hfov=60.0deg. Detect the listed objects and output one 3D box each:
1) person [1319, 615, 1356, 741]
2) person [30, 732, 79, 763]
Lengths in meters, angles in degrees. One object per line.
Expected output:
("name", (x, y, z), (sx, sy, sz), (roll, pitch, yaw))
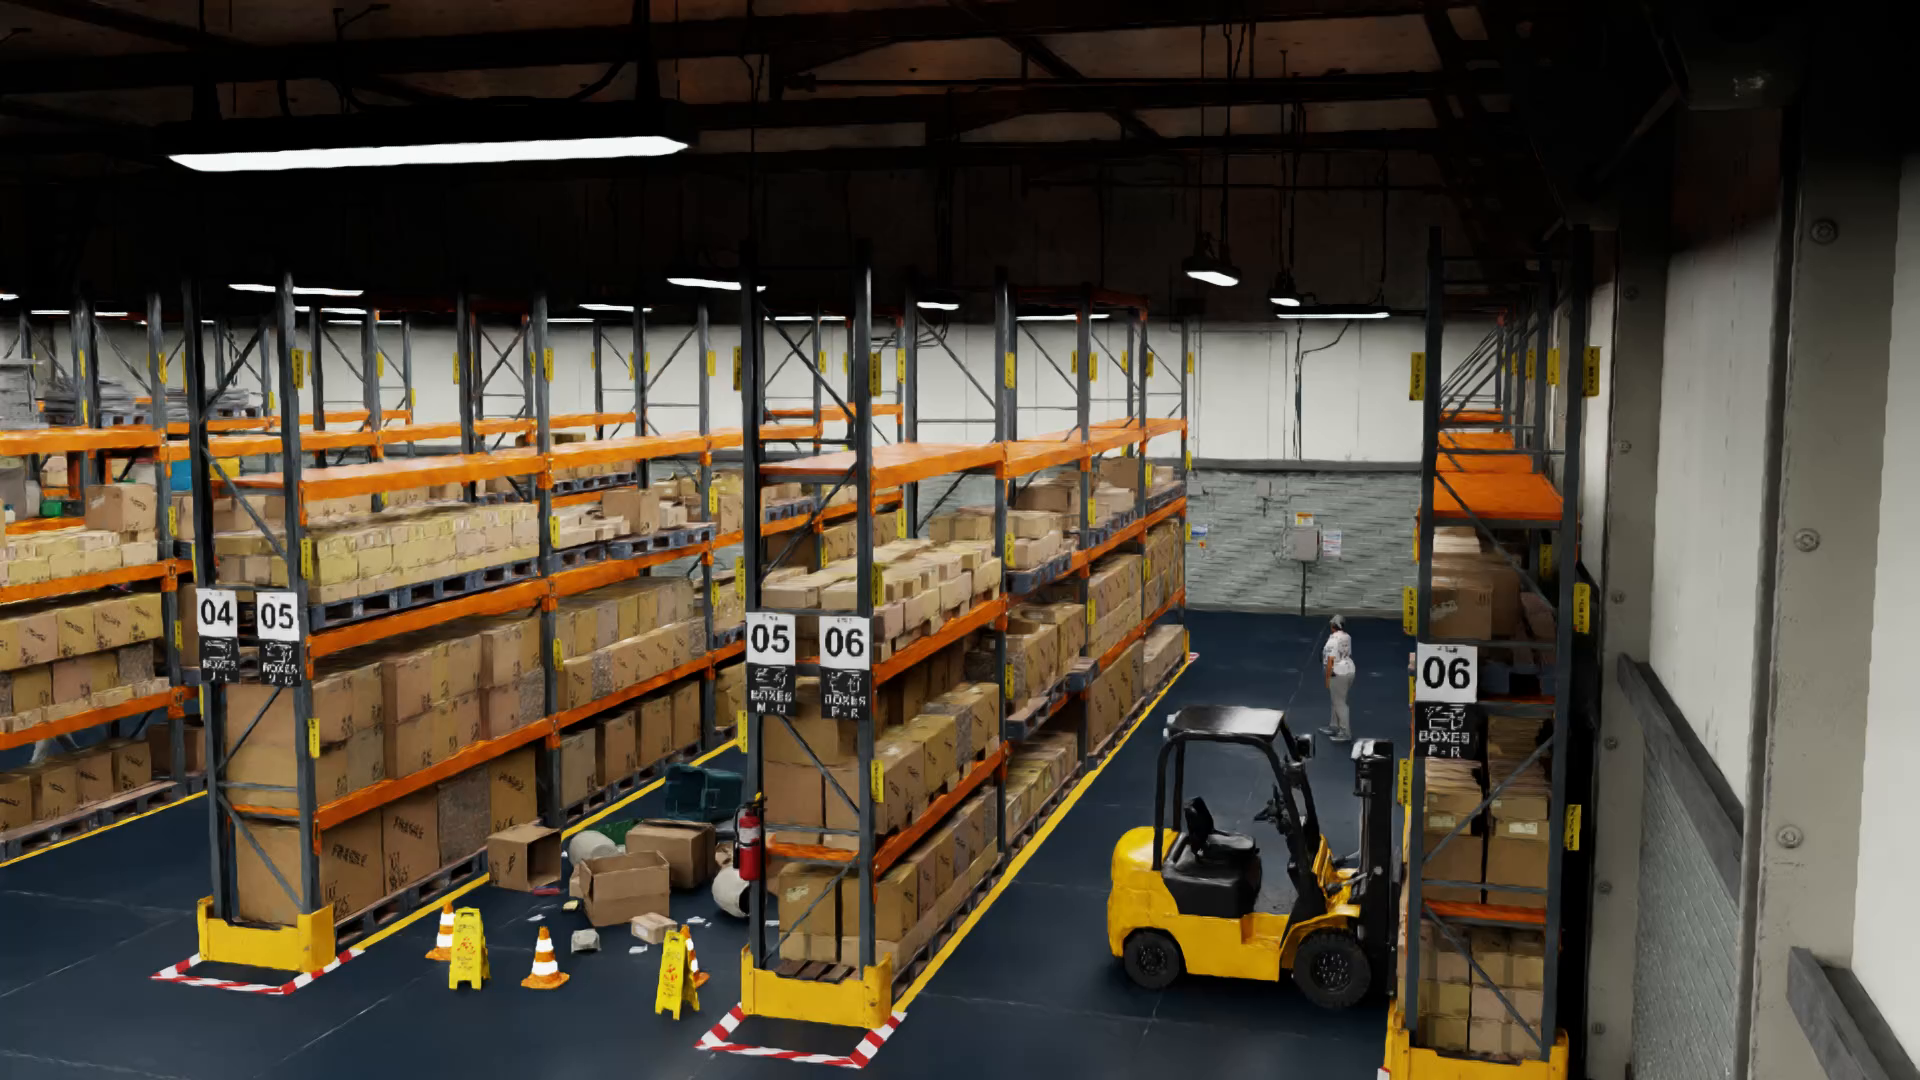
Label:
("person", (5.072, 1.826, 22.410), (0.564, 1.655, 0.582), (5, 8, 35))
("person", (-11.327, 2.027, 20.527), (0.532, 1.669, 1.126), (2, 7, 18))
